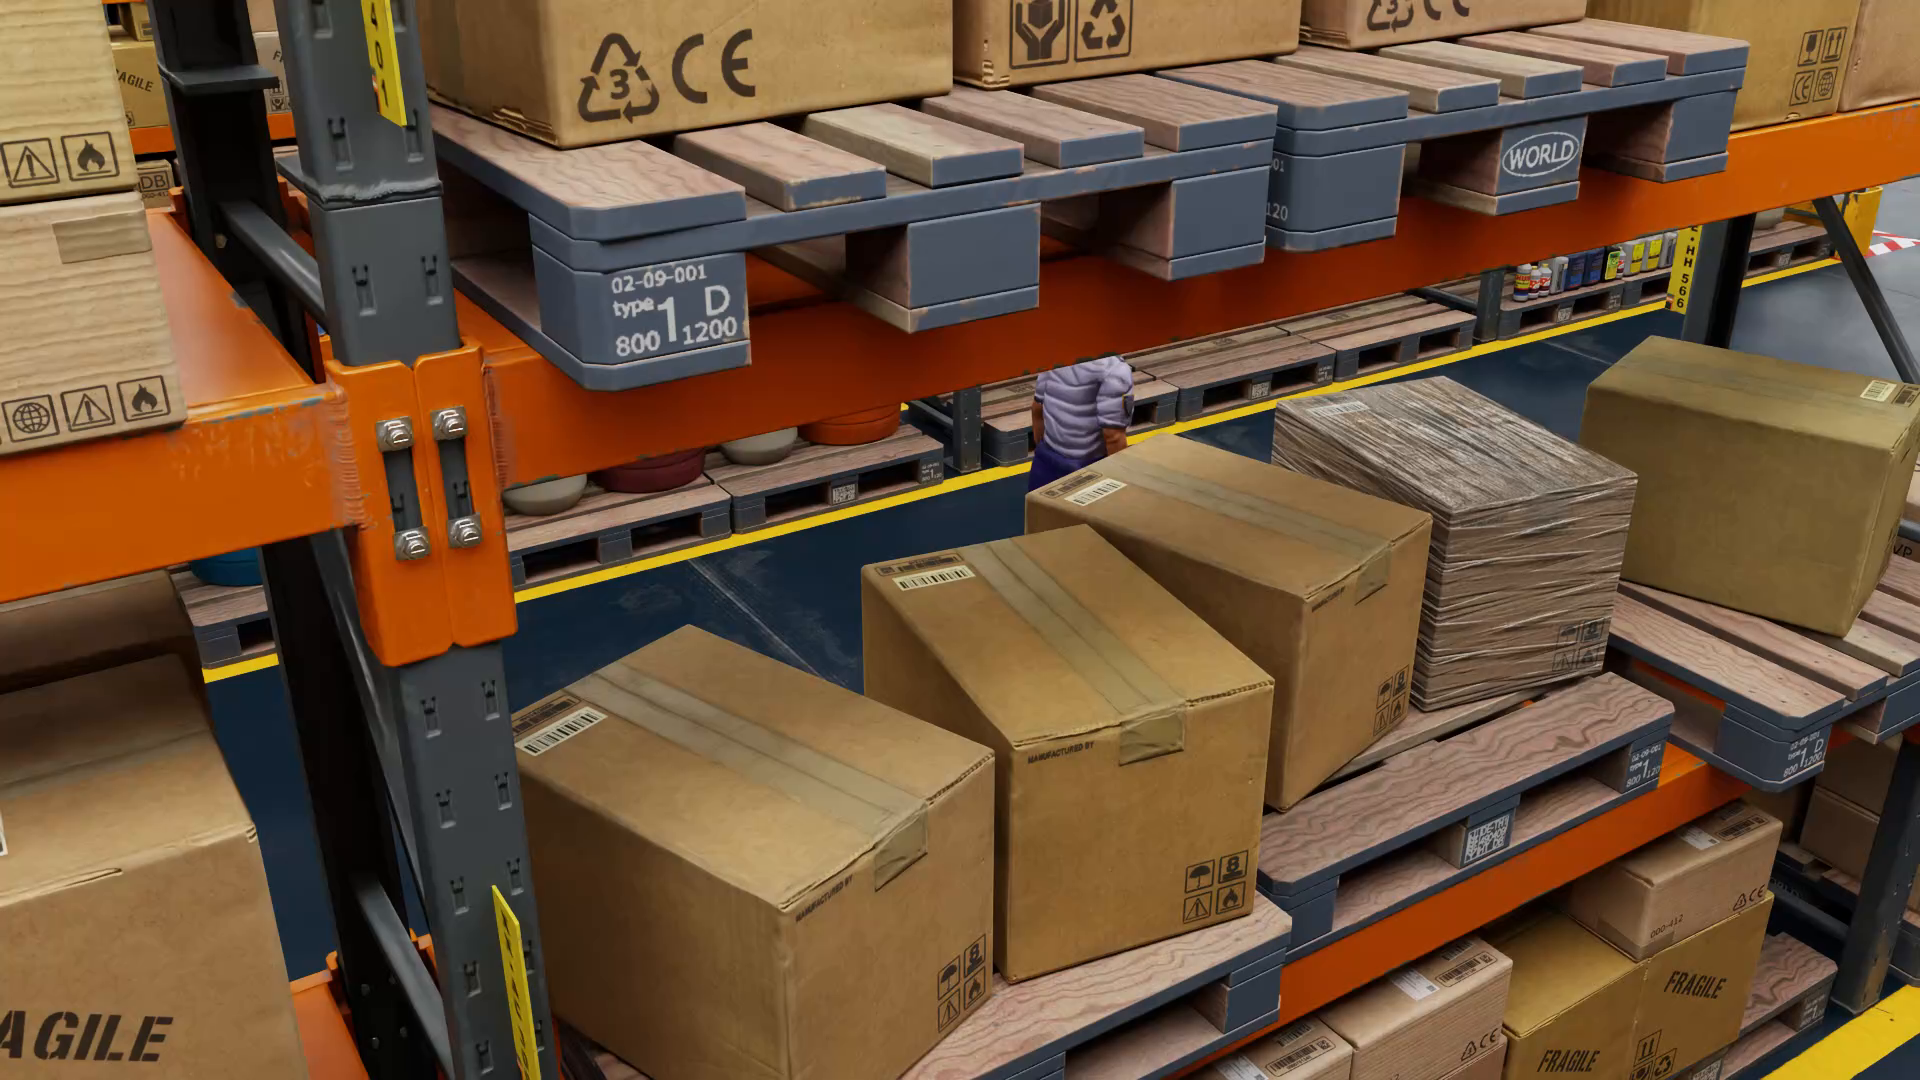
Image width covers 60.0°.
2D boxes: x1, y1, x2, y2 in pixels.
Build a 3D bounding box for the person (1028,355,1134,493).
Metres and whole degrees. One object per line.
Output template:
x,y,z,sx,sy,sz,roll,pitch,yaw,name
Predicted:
0.503,-0.215,6.574,0.377,1.651,0.561,-18,30,-33,person
